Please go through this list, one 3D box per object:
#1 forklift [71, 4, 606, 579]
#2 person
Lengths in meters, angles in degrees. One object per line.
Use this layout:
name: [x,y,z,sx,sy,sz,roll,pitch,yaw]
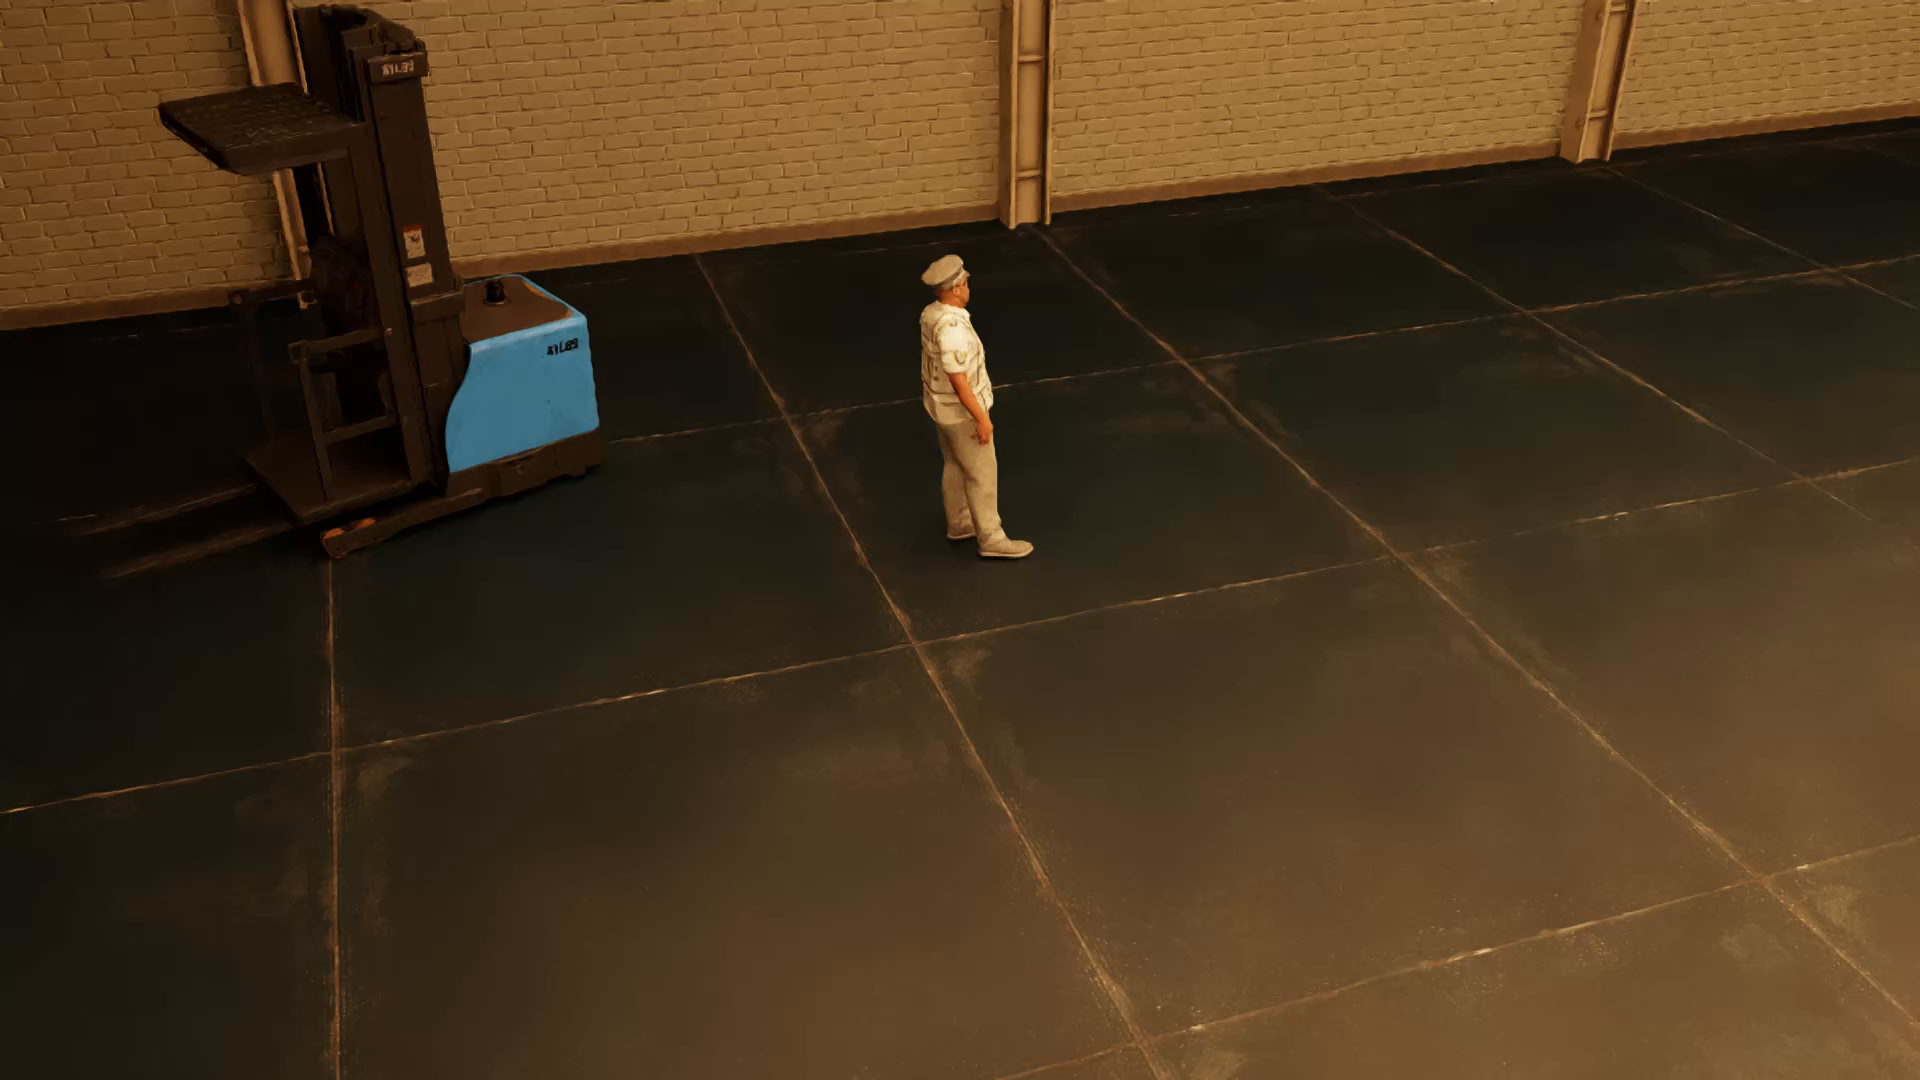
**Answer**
forklift: [-3.772,-1.464,9.631,3.031,2.935,1.130,-22,36,-33]
person: [0.078,-0.782,9.591,0.574,1.773,0.640,-10,31,-16]
